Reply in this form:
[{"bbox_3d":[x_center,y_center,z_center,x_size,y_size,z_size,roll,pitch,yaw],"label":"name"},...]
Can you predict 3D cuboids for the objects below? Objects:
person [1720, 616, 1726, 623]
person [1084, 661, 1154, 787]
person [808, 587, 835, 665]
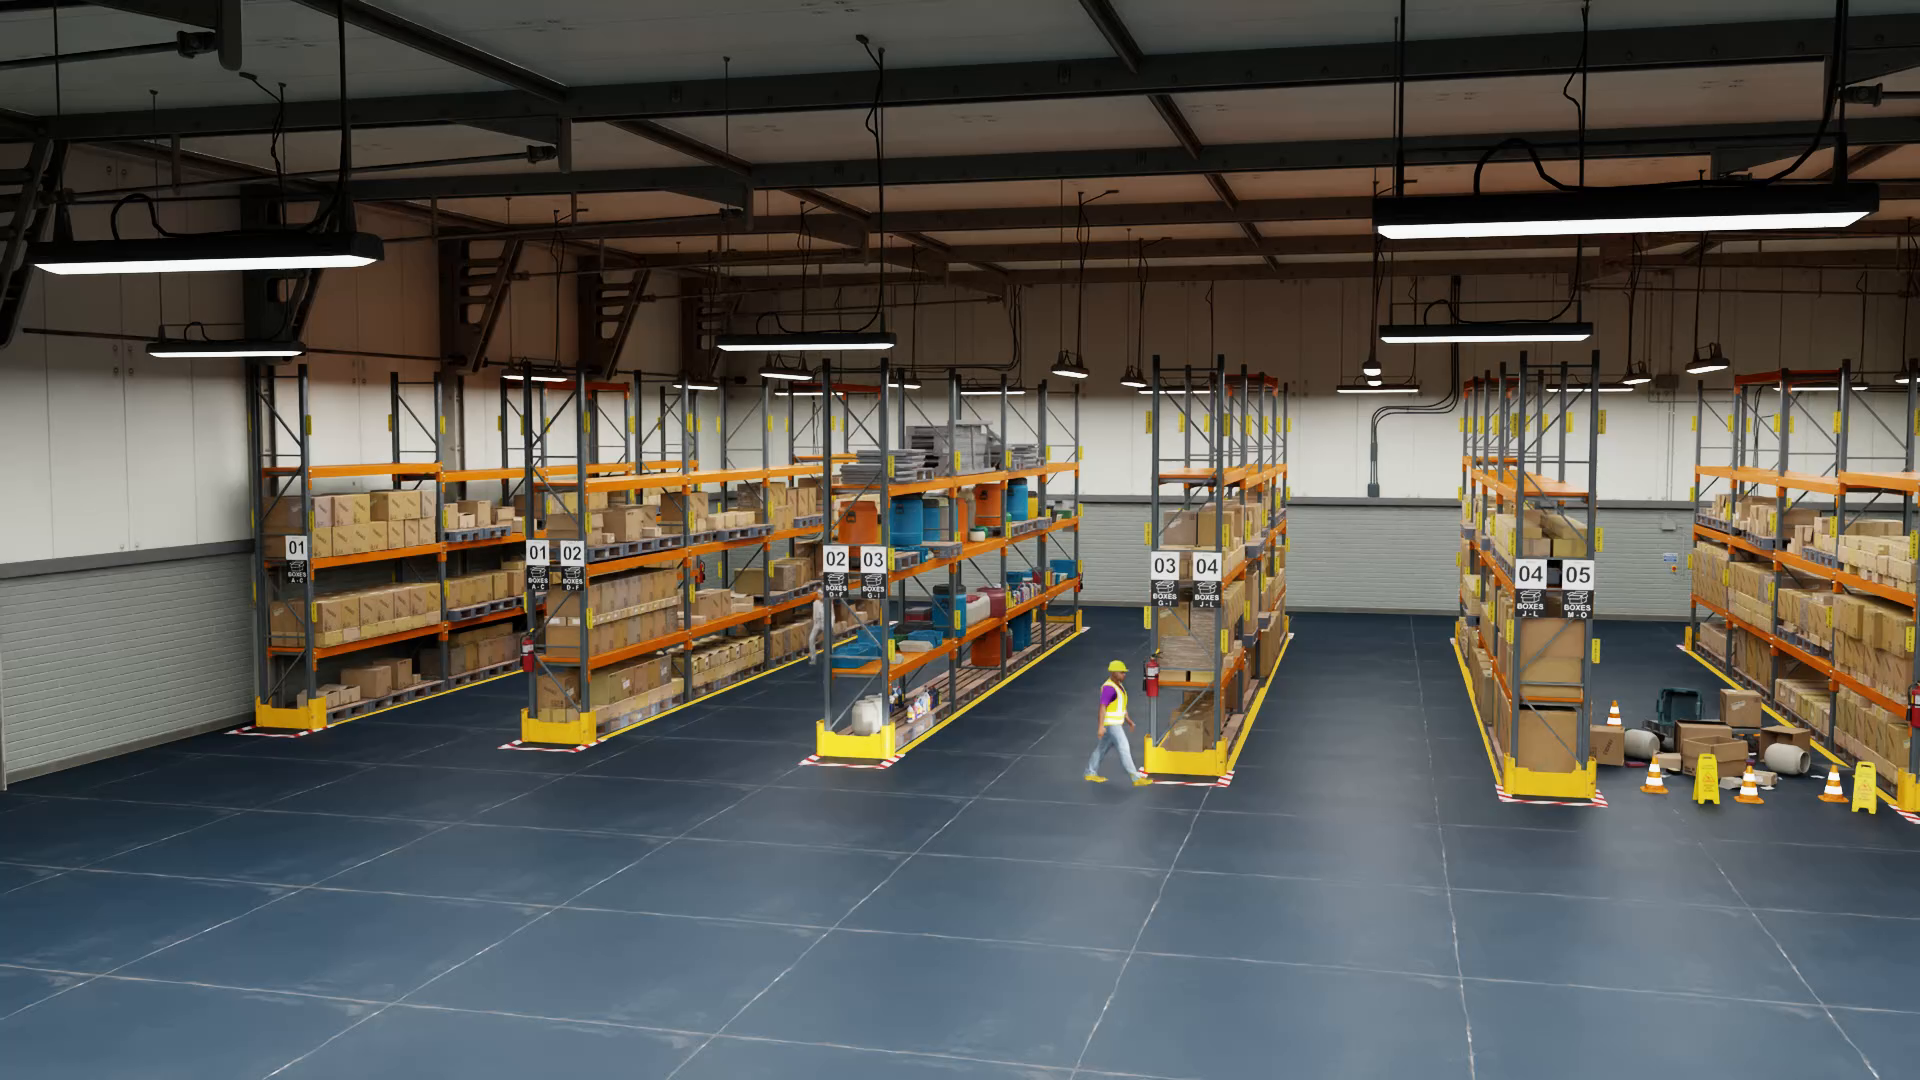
[{"bbox_3d":[17.739,1.494,38.170,1.034,1.754,0.544,1,4,8],"label":"person"},{"bbox_3d":[2.210,2.526,23.040,1.014,1.710,0.584,1,4,13],"label":"person"},{"bbox_3d":[-2.722,1.686,32.943,0.520,1.547,1.035,1,4,16],"label":"person"}]
